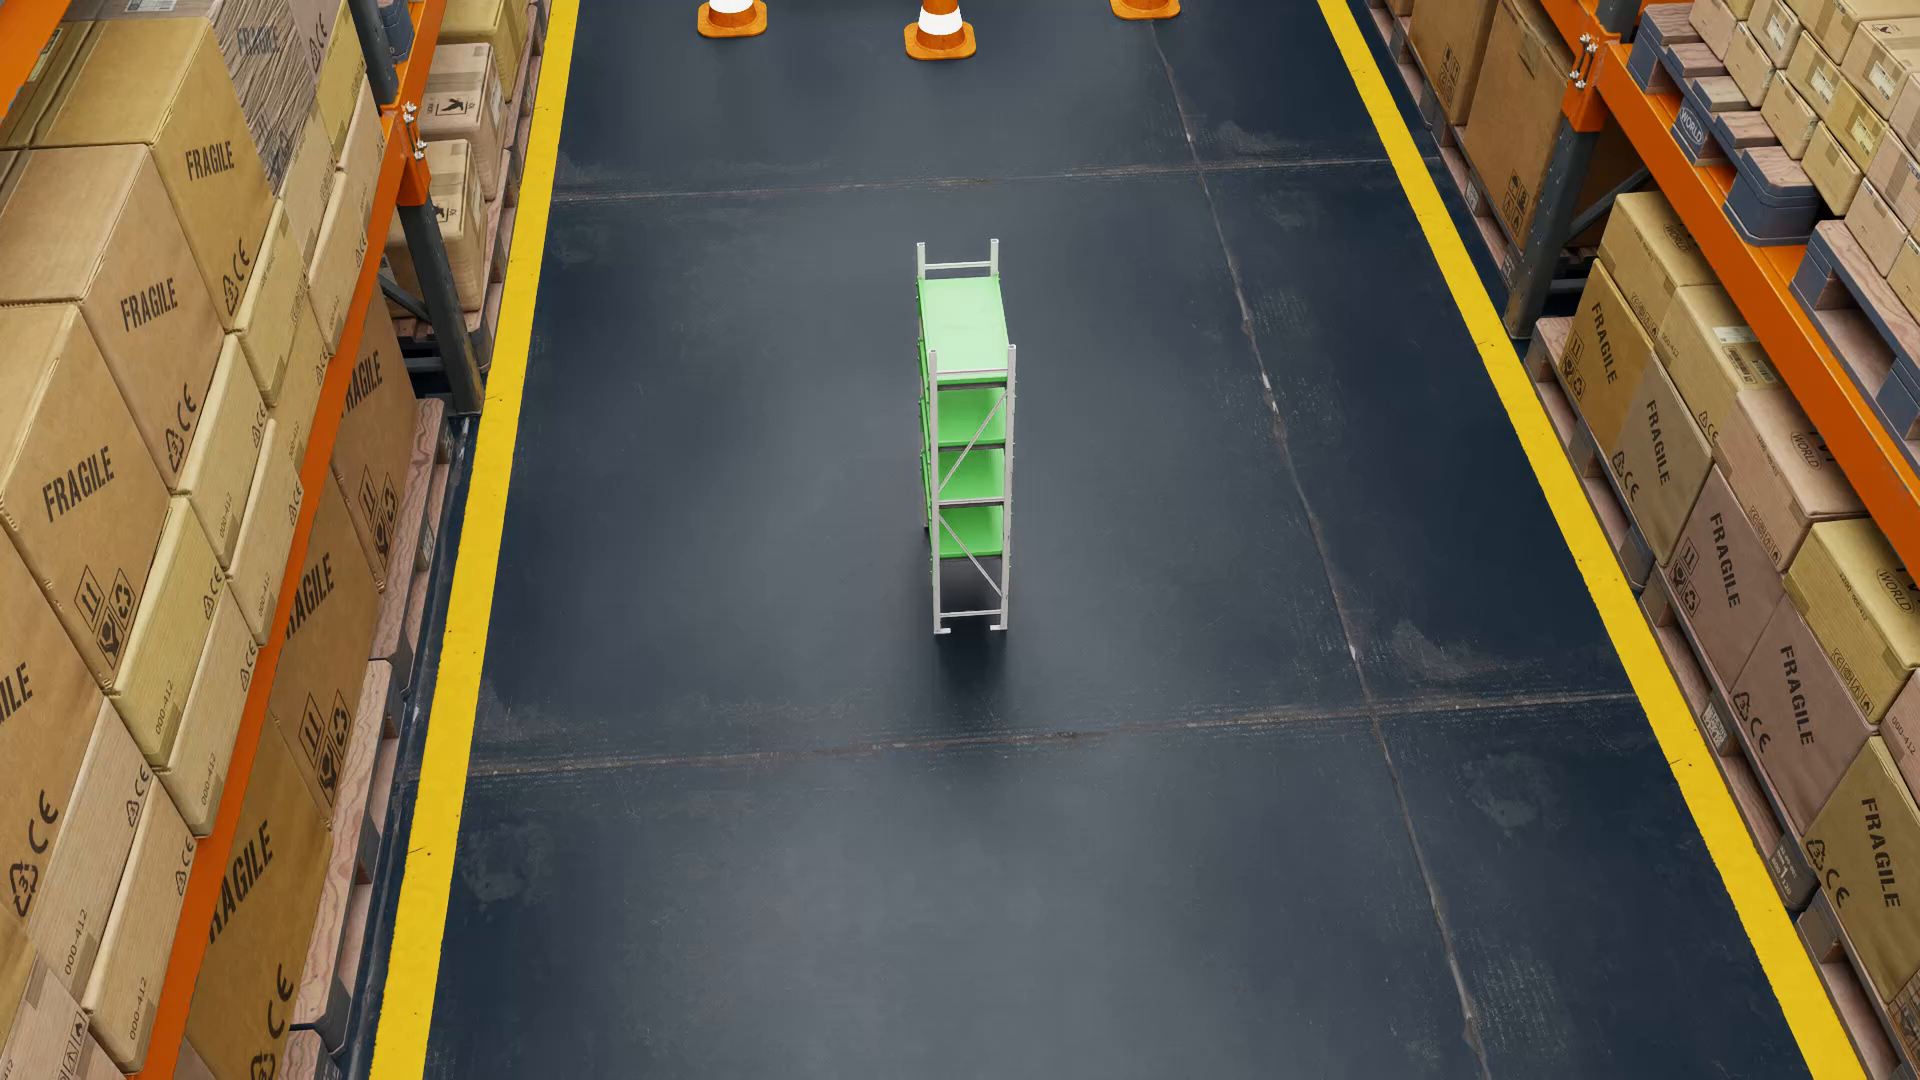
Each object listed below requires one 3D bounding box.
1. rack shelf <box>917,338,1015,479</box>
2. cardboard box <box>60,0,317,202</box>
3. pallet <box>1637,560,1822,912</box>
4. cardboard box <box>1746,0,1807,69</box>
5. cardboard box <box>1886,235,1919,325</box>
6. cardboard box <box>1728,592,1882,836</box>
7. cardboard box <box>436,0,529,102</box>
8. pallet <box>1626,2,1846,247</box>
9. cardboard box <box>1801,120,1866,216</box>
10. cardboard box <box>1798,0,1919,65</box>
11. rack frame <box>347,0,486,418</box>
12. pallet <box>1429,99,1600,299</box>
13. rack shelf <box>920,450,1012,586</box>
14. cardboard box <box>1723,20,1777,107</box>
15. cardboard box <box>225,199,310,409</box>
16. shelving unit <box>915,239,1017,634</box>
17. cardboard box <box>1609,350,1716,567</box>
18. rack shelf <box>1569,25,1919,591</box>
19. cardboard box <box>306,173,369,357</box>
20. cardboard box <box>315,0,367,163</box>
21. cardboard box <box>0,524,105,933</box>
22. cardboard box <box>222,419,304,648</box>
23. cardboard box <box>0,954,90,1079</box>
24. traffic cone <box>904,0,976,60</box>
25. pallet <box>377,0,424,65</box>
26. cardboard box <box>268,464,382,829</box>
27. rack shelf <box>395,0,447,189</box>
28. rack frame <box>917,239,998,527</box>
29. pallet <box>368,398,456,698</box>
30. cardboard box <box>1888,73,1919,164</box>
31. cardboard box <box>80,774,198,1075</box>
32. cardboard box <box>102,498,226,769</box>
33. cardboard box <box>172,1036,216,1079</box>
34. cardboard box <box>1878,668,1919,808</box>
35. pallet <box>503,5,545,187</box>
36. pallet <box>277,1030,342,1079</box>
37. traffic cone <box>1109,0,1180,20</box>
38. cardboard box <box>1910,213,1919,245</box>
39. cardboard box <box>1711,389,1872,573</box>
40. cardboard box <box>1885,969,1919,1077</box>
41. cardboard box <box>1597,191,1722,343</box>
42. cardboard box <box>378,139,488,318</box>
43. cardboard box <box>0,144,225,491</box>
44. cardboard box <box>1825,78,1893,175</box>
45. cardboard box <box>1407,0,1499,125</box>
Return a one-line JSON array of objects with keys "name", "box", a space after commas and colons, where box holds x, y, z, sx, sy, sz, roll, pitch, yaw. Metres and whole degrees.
[{"name": "rack shelf", "box": [0.014, -0.414, 5.073, 0.258, 0.148, 0.480, -3, 47, -3]}, {"name": "cardboard box", "box": [-1.927, -1.156, 4.021, 0.500, 0.500, 0.500, -3, 47, -3]}, {"name": "pallet", "box": [2.805, 0.524, 5.108, 1.003, 0.211, 1.213, -3, 47, -3]}, {"name": "cardboard box", "box": [2.508, -1.483, 4.767, 0.380, 0.149, 0.250, -1, 47, -1]}, {"name": "cardboard box", "box": [2.592, -0.644, 4.177, 0.380, 0.149, 0.250, -3, 47, -3]}, {"name": "cardboard box", "box": [2.583, 0.466, 4.675, 0.500, 0.500, 0.500, -4, 47, -4]}, {"name": "cardboard box", "box": [-2.447, -2.239, 7.325, 0.950, 0.372, 0.625, -2, 47, -2]}, {"name": "pallet", "box": [2.808, -1.306, 5.053, 1.213, 0.211, 1.003, -3, 47, -3]}, {"name": "cardboard box", "box": [2.548, -1.018, 4.532, 0.380, 0.149, 0.250, -2, 47, -1]}, {"name": "cardboard box", "box": [2.529, -1.425, 4.508, 0.380, 0.149, 0.250, -4, 47, -4]}, {"name": "rack frame", "box": [-2.282, -1.507, 5.111, 1.000, 3.000, 0.127, -3, 47, -3]}, {"name": "pallet", "box": [2.652, -1.497, 7.022, 1.003, 0.211, 1.213, -3, 47, -3]}, {"name": "rack shelf", "box": [0.014, -0.084, 5.422, 0.258, 0.148, 0.480, -3, 47, -3]}, {"name": "cardboard box", "box": [2.501, -1.409, 4.902, 0.380, 0.149, 0.250, -1, 47, -1]}, {"name": "cardboard box", "box": [-1.878, -0.552, 3.966, 0.500, 0.250, 0.500, -5, 47, -4]}, {"name": "shelving unit", "box": [0.014, -0.293, 5.201, 0.258, 1.200, 0.503, -3, 47, -3]}, {"name": "cardboard box", "box": [2.493, -0.275, 5.377, 0.500, 0.500, 0.500, -3, 47, -3]}, {"name": "rack shelf", "box": [2.810, -0.186, 4.356, 1.077, 0.370, 4.000, -3, 47, -3]}, {"name": "cardboard box", "box": [-1.922, -0.736, 4.485, 0.500, 0.250, 0.500, -3, 47, -3]}, {"name": "cardboard box", "box": [-1.988, -1.292, 4.667, 0.500, 0.250, 0.500, -4, 47, -3]}, {"name": "cardboard box", "box": [-1.767, 0.307, 2.636, 0.500, 0.500, 0.500, -4, 47, -4]}, {"name": "cardboard box", "box": [-1.825, -0.004, 3.791, 0.500, 0.250, 0.500, -4, 47, -4]}, {"name": "cardboard box", "box": [-1.703, 0.932, 2.561, 0.500, 0.250, 0.500, -5, 47, -4]}, {"name": "traffic cone", "box": [-0.097, -2.567, 7.863, 0.336, 0.463, 0.334, -3, 47, -3]}, {"name": "pallet", "box": [-2.448, -1.950, 5.663, 1.213, 0.211, 1.003, -3, 47, -3]}, {"name": "cardboard box", "box": [-2.236, 0.230, 4.640, 0.875, 0.875, 0.875, -3, 47, -3]}, {"name": "rack shelf", "box": [-2.449, -2.706, 6.743, 1.077, 0.370, 4.000, -3, 47, -3]}, {"name": "rack frame", "box": [-0.007, -0.469, 5.368, 0.240, 1.200, 0.015, -3, 47, -3]}, {"name": "pallet", "box": [-2.291, 0.027, 5.579, 1.003, 0.211, 1.213, -3, 47, -3]}, {"name": "cardboard box", "box": [2.575, -1.038, 4.141, 0.380, 0.149, 0.250, -2, 47, -1]}, {"name": "cardboard box", "box": [-1.765, 0.730, 3.096, 0.500, 0.250, 0.500, -5, 47, -4]}, {"name": "cardboard box", "box": [-1.790, 0.189, 3.264, 0.500, 0.250, 0.500, -3, 47, -3]}, {"name": "cardboard box", "box": [-2.079, 1.530, 3.409, 0.875, 0.875, 0.875, -2, 47, -2]}, {"name": "cardboard box", "box": [2.633, 0.574, 4.056, 0.500, 0.250, 0.500, -1, 47, -1]}, {"name": "pallet", "box": [-2.445, -1.994, 7.493, 1.003, 0.211, 1.213, -3, 47, -3]}, {"name": "pallet", "box": [-2.087, 1.793, 3.907, 1.003, 0.211, 1.213, -3, 47, -3]}, {"name": "traffic cone", "box": [0.915, -2.840, 8.121, 0.336, 0.463, 0.334, -3, 47, -3]}, {"name": "cardboard box", "box": [2.592, -0.747, 4.071, 0.380, 0.149, 0.250, -4, 47, -4]}, {"name": "cardboard box", "box": [2.530, -0.184, 4.774, 0.500, 0.250, 0.500, -3, 47, -3]}, {"name": "cardboard box", "box": [2.664, 1.208, 3.972, 0.500, 0.500, 0.500, -4, 47, -4]}, {"name": "cardboard box", "box": [2.459, -0.910, 5.462, 0.500, 0.250, 0.500, -5, 47, -5]}, {"name": "cardboard box", "box": [-2.319, -1.157, 6.300, 0.950, 0.372, 0.625, -6, 47, -6]}, {"name": "cardboard box", "box": [-1.857, -0.430, 3.334, 0.500, 0.500, 0.500, -4, 47, -4]}, {"name": "cardboard box", "box": [2.555, -1.108, 4.412, 0.380, 0.149, 0.250, -3, 47, -3]}, {"name": "cardboard box", "box": [2.605, -2.330, 7.151, 1.050, 0.750, 0.750, -3, 47, -3]}]
